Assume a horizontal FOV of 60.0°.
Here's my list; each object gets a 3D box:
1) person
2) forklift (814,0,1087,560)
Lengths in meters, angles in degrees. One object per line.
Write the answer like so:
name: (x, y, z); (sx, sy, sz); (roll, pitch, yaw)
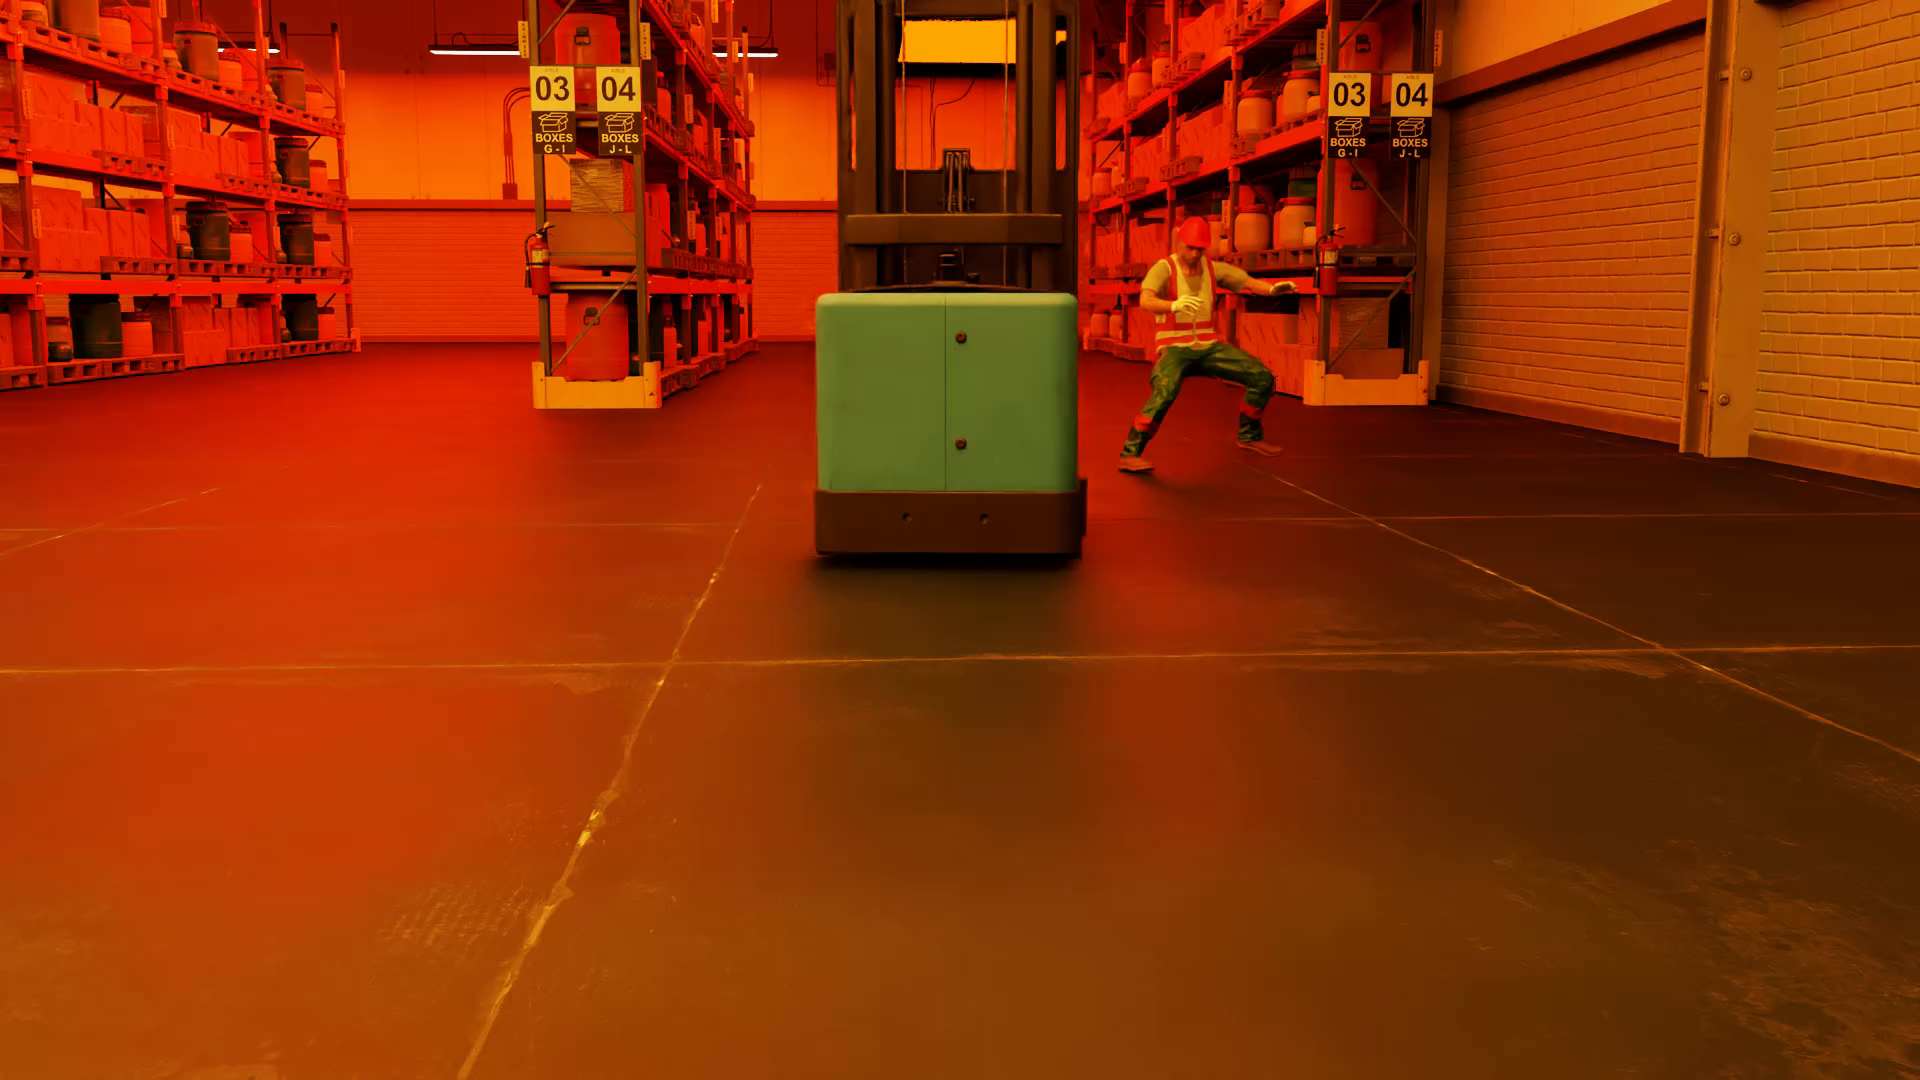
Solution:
person: (1.518, -1.217, 10.272); (1.177, 1.543, 0.712); (-2, 9, -15)
forklift: (0.001, -1.549, 7.765); (1.130, 2.935, 3.031); (0, 8, 2)
